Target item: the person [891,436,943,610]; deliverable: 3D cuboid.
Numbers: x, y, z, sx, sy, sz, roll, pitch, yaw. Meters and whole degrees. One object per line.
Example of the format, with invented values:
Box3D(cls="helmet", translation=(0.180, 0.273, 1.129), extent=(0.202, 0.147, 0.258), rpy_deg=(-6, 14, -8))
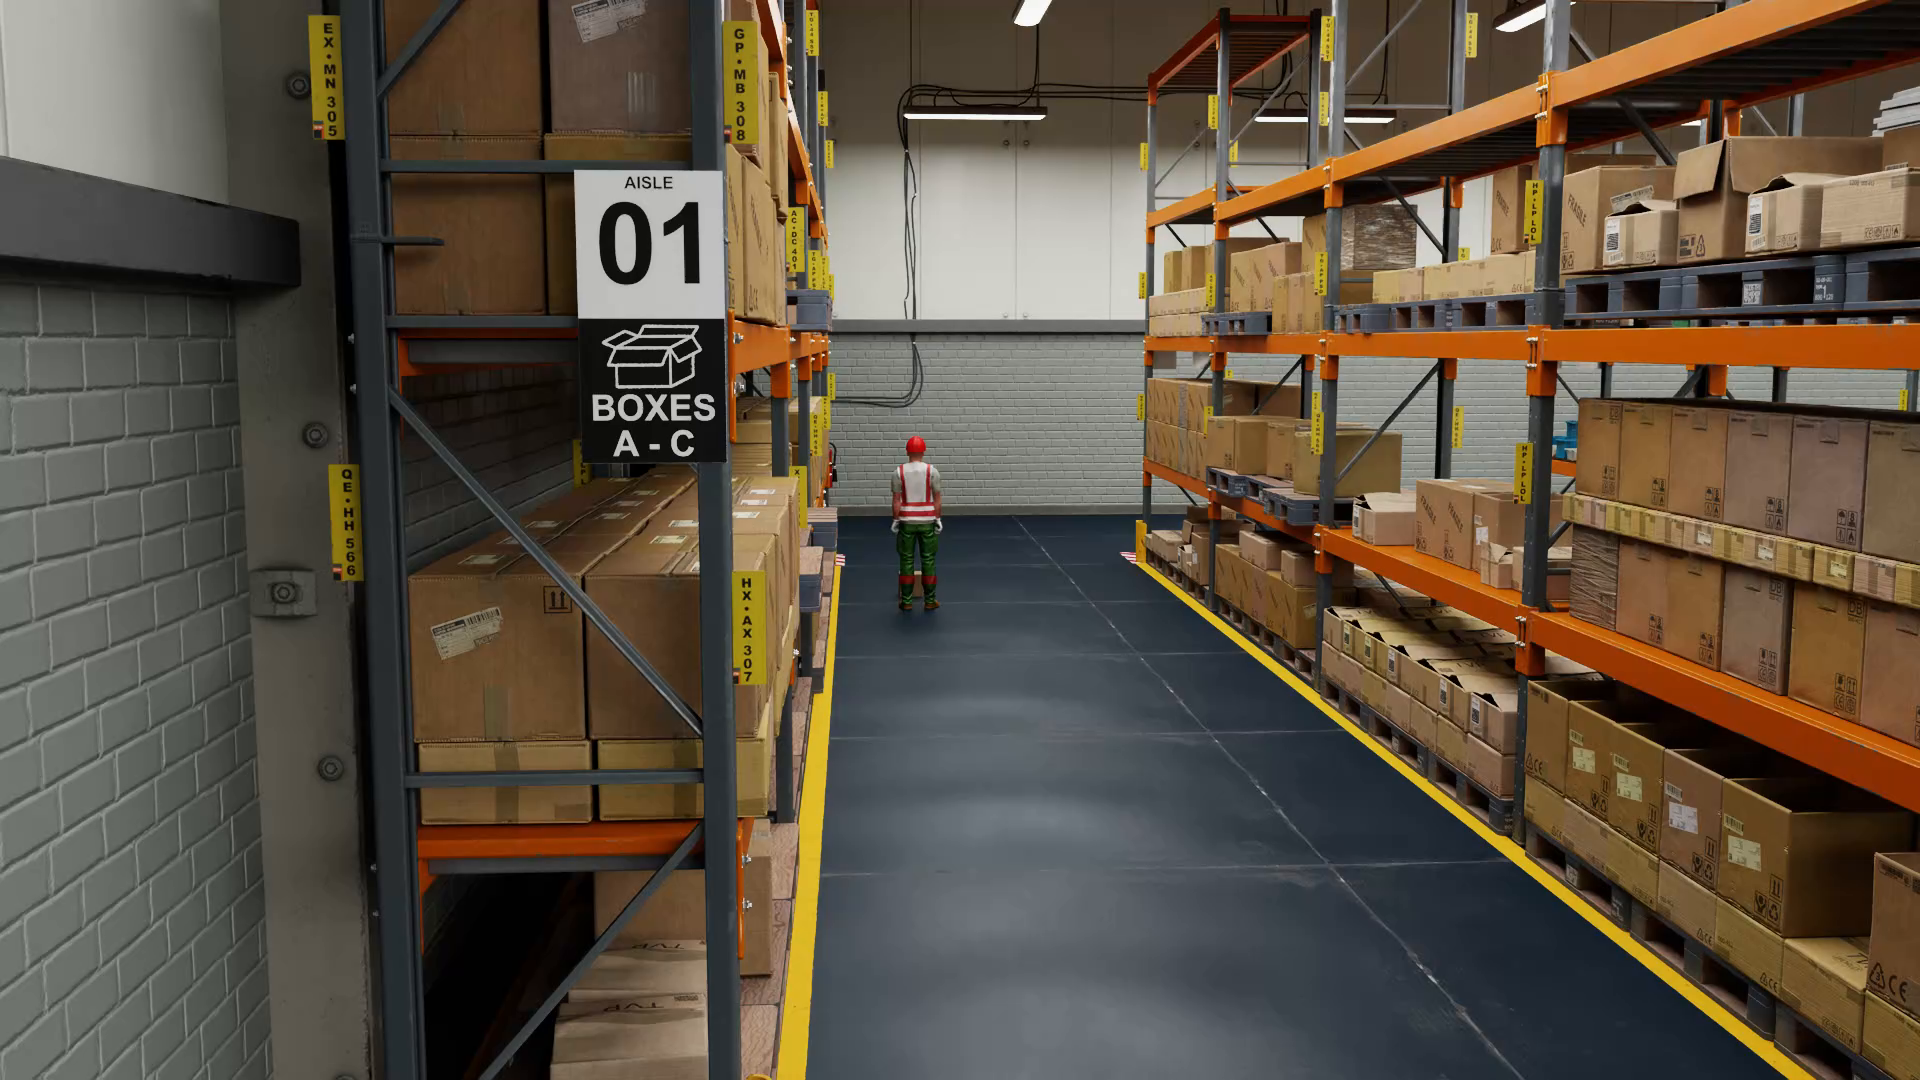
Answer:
Box3D(cls="person", translation=(-0.444, -0.178, 17.130), extent=(0.528, 1.794, 0.386), rpy_deg=(0, 7, -3))
